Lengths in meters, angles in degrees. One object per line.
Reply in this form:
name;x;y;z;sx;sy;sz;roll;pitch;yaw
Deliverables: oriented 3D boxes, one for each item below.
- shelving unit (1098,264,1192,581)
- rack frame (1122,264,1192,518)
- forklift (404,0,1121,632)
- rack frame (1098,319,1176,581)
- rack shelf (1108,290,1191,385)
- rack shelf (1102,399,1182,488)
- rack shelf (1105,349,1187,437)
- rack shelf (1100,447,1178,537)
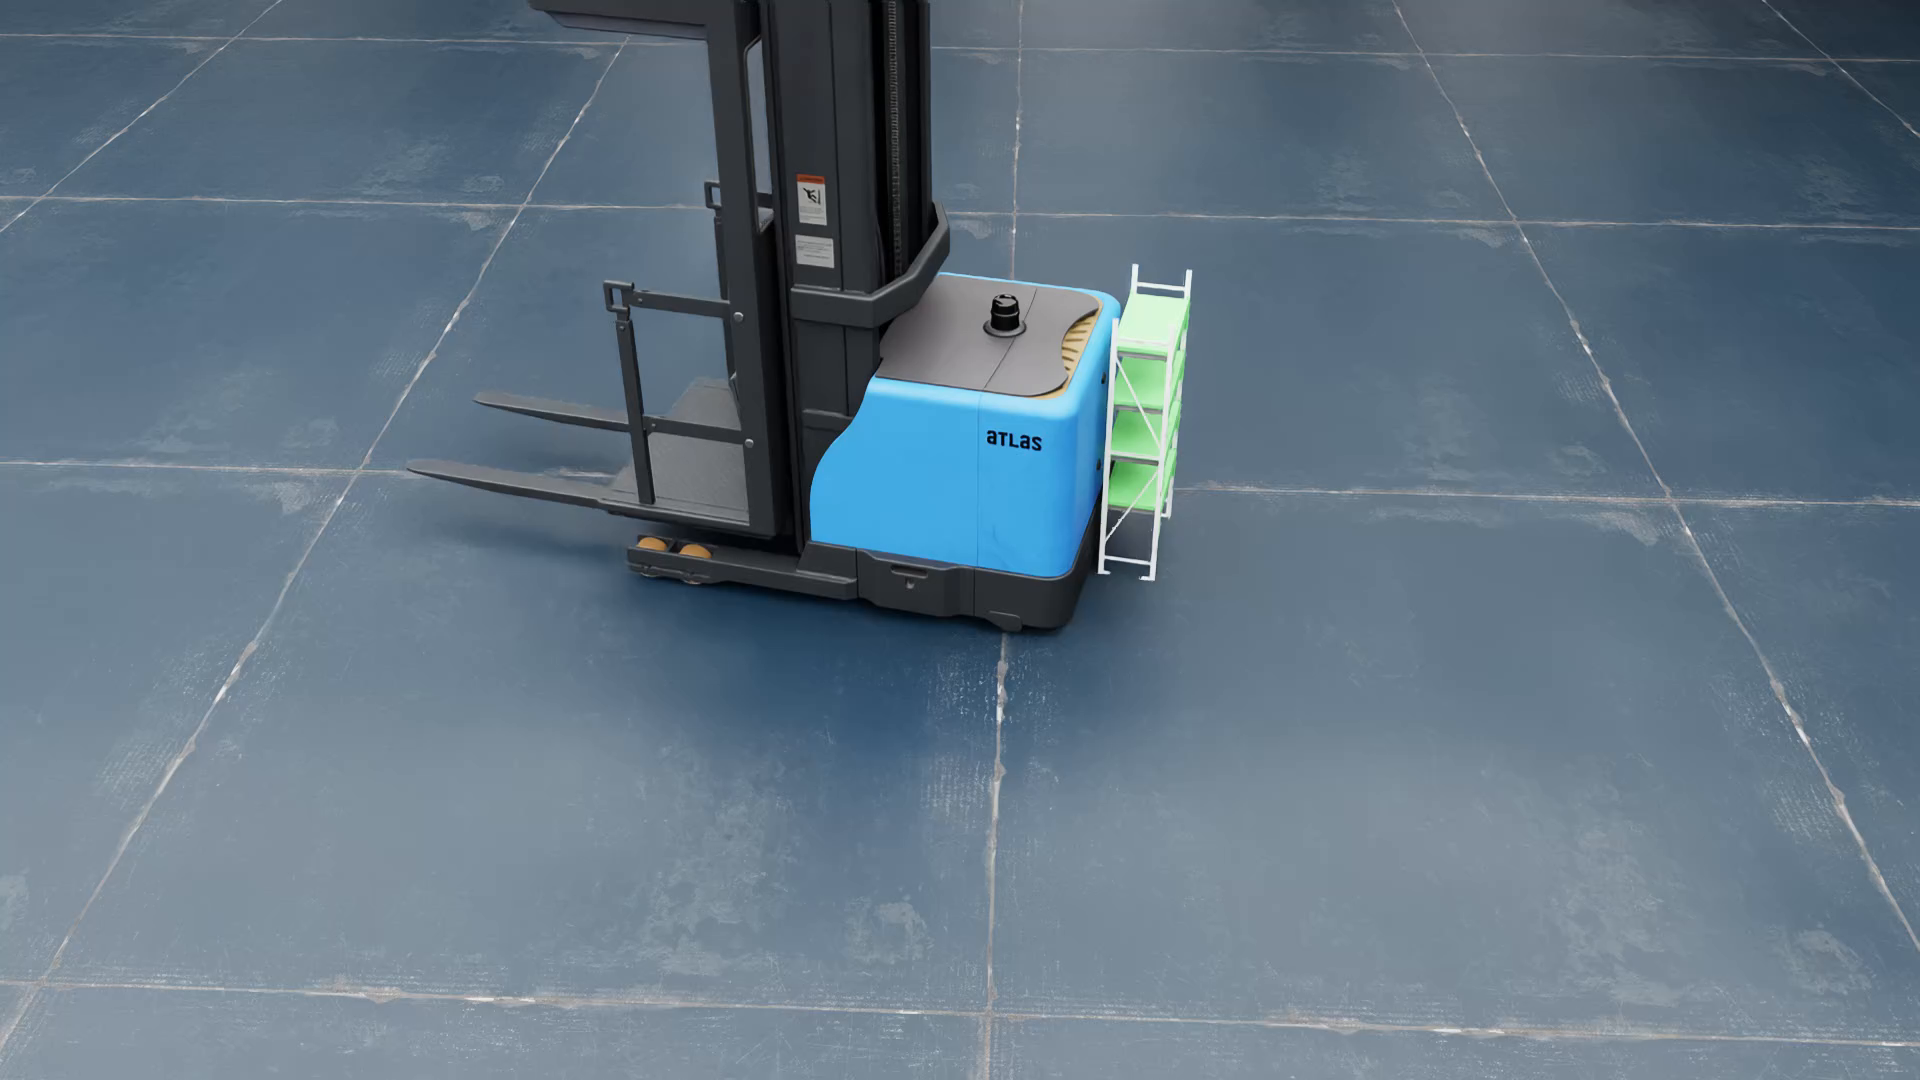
shelving unit;0.761;-0.473;6.880;0.258;1.200;0.503;8;36;11
rack frame;0.819;-0.610;7.074;0.240;1.200;0.015;8;36;11
forklift;-0.901;-1.294;6.543;3.031;2.935;1.130;9;36;12
rack frame;0.703;-0.337;6.686;0.240;1.200;0.015;8;36;11
rack shelf;0.761;-0.814;6.641;0.258;0.148;0.480;8;36;11
rack shelf;0.761;-0.421;6.917;0.258;0.148;0.480;8;36;11
rack shelf;0.761;-0.617;6.779;0.258;0.148;0.480;8;36;11
rack shelf;0.761;-0.225;7.055;0.258;0.148;0.480;8;36;11
